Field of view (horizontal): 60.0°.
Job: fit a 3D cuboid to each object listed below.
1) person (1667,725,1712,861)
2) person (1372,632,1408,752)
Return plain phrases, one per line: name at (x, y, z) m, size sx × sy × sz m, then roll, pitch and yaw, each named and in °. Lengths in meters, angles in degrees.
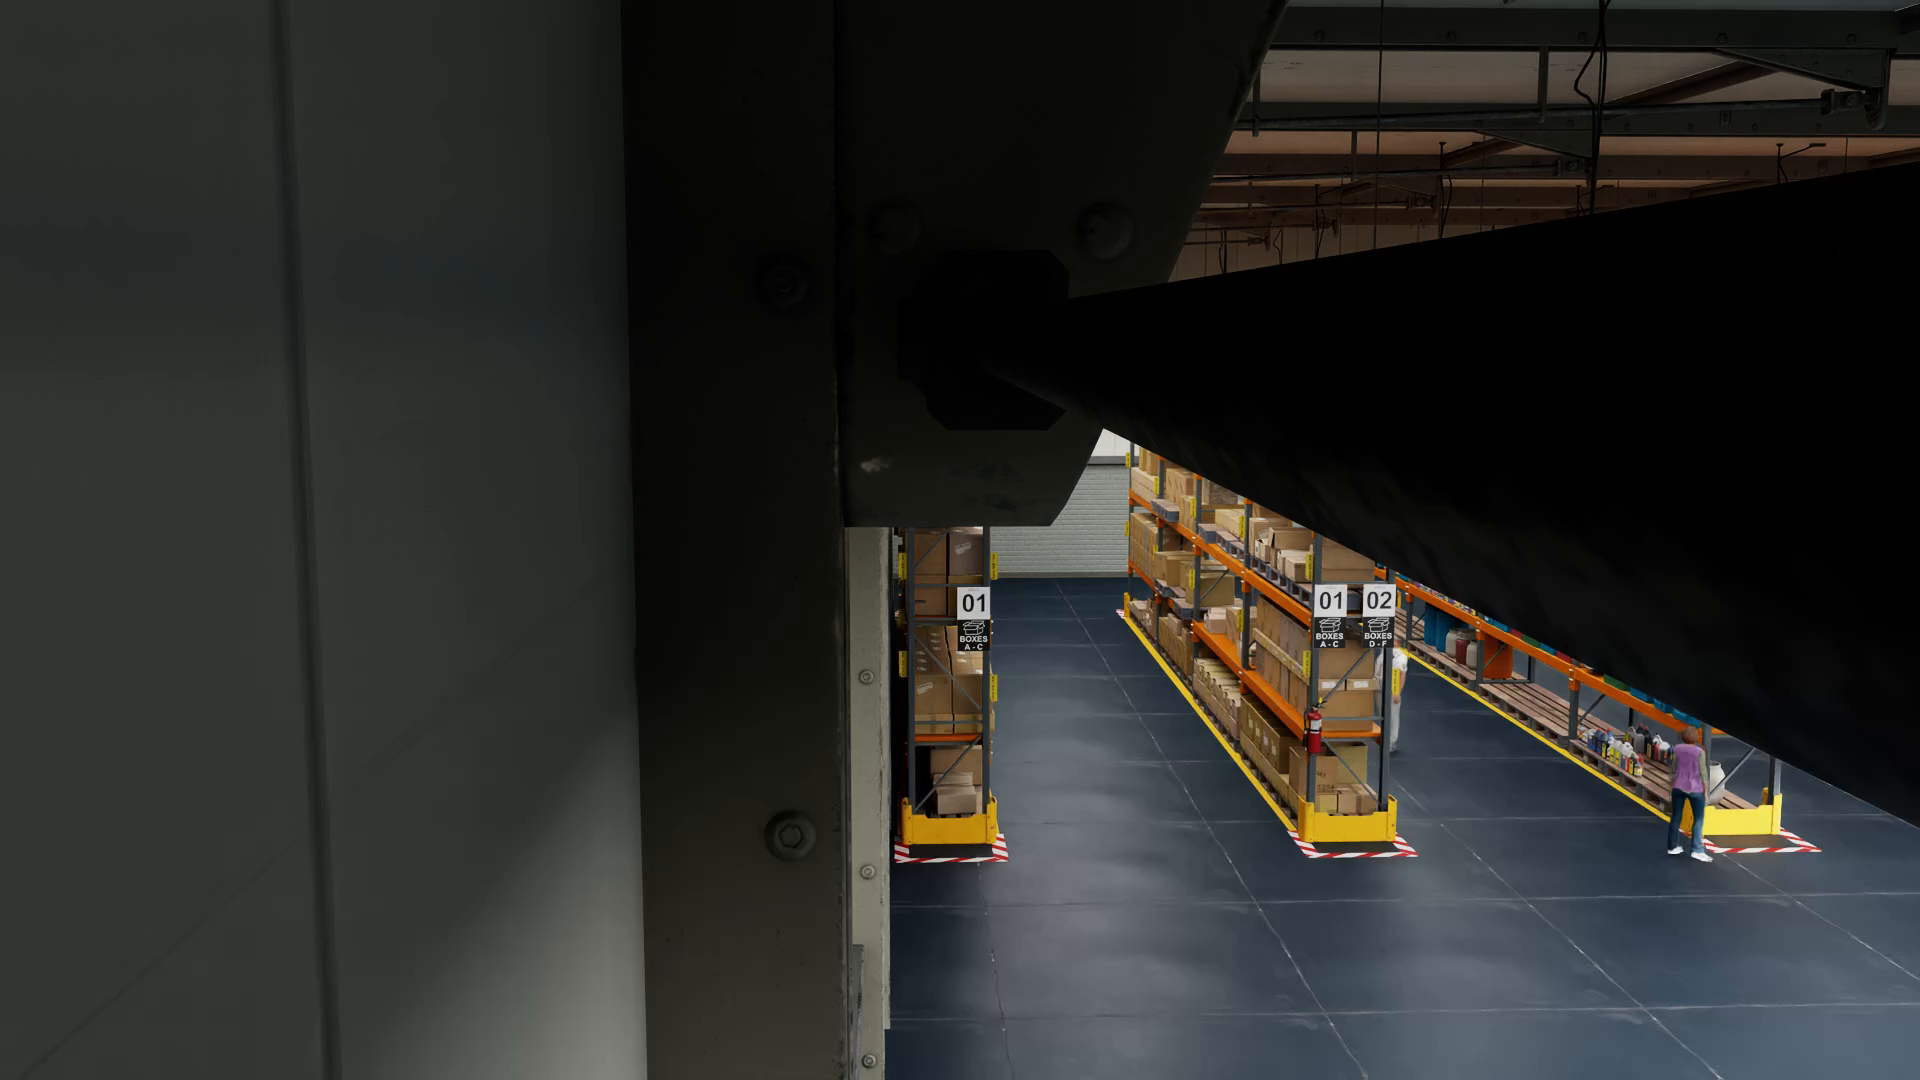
person at (8.734, 3.014, 19.851) m, size 0.326 × 1.616 × 0.518 m, roll -7°, pitch 10°, yaw -44°
person at (6.447, 2.262, 25.066) m, size 0.554 × 1.790 × 0.558 m, roll 7°, pitch 10°, yaw 43°
